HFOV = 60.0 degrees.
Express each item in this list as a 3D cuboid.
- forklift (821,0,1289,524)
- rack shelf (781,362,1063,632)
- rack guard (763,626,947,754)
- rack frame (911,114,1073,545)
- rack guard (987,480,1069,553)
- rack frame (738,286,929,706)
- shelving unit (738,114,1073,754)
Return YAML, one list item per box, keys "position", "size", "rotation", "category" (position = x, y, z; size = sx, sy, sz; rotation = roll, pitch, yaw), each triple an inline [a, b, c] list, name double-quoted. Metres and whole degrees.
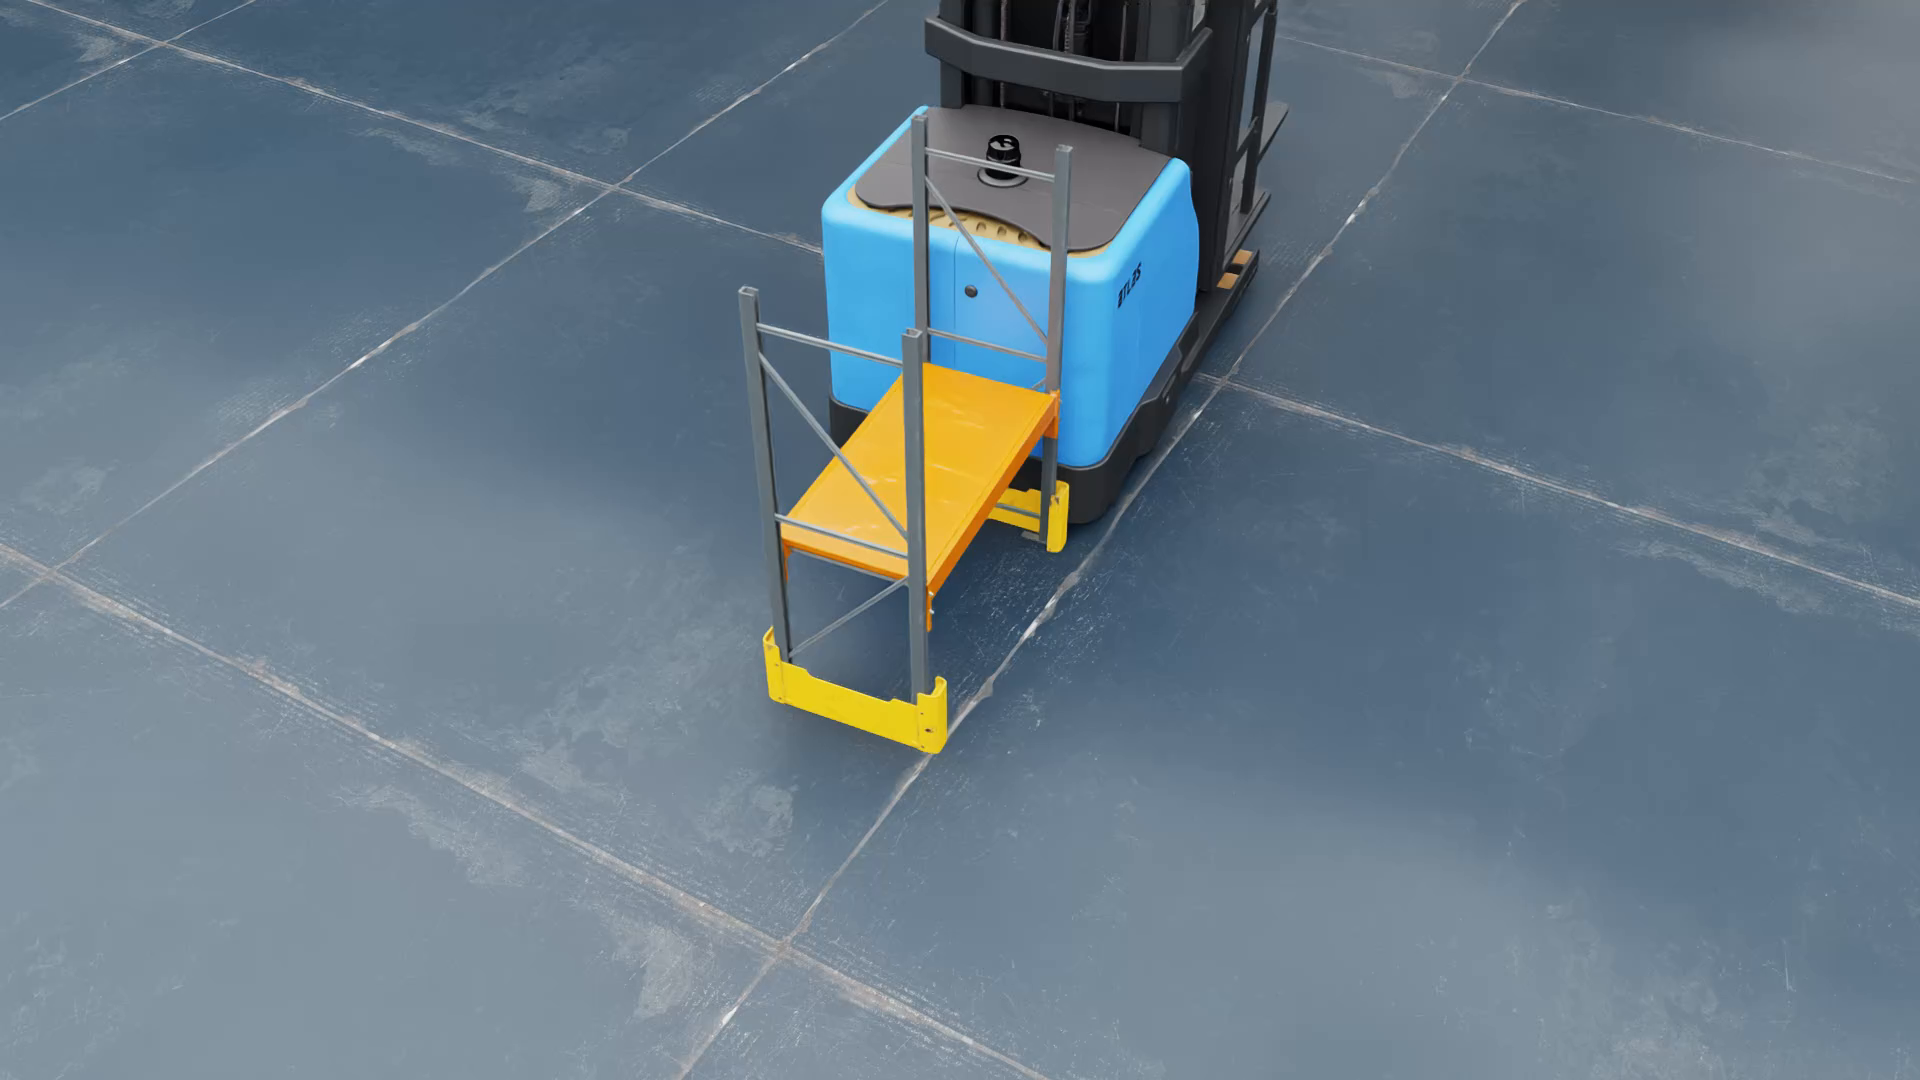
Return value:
- position: [0.596, -2.133, 5.955]
  size: [1.130, 2.935, 3.031]
  rotation: [16, 44, 18]
  category: "forklift"
- position: [-0.119, -0.177, 5.088]
  size: [0.538, 0.185, 1.000]
  rotation: [16, 44, 18]
  category: "rack shelf"
- position: [-0.318, 0.453, 5.047]
  size: [0.587, 0.250, 0.087]
  rotation: [16, 44, 18]
  category: "rack guard"
- position: [0.089, -0.618, 5.317]
  size: [0.500, 1.500, 0.032]
  rotation: [16, 44, 18]
  category: "rack frame"
- position: [0.088, -0.149, 5.729]
  size: [0.587, 0.250, 0.087]
  rotation: [16, 44, 18]
  category: "rack guard"
- position: [-0.326, -0.005, 4.621]
  size: [0.500, 1.500, 0.032]
  rotation: [16, 44, 18]
  category: "rack frame"
- position: [-0.115, -0.317, 4.975]
  size: [0.587, 1.500, 1.083]
  rotation: [16, 44, 18]
  category: "shelving unit"
